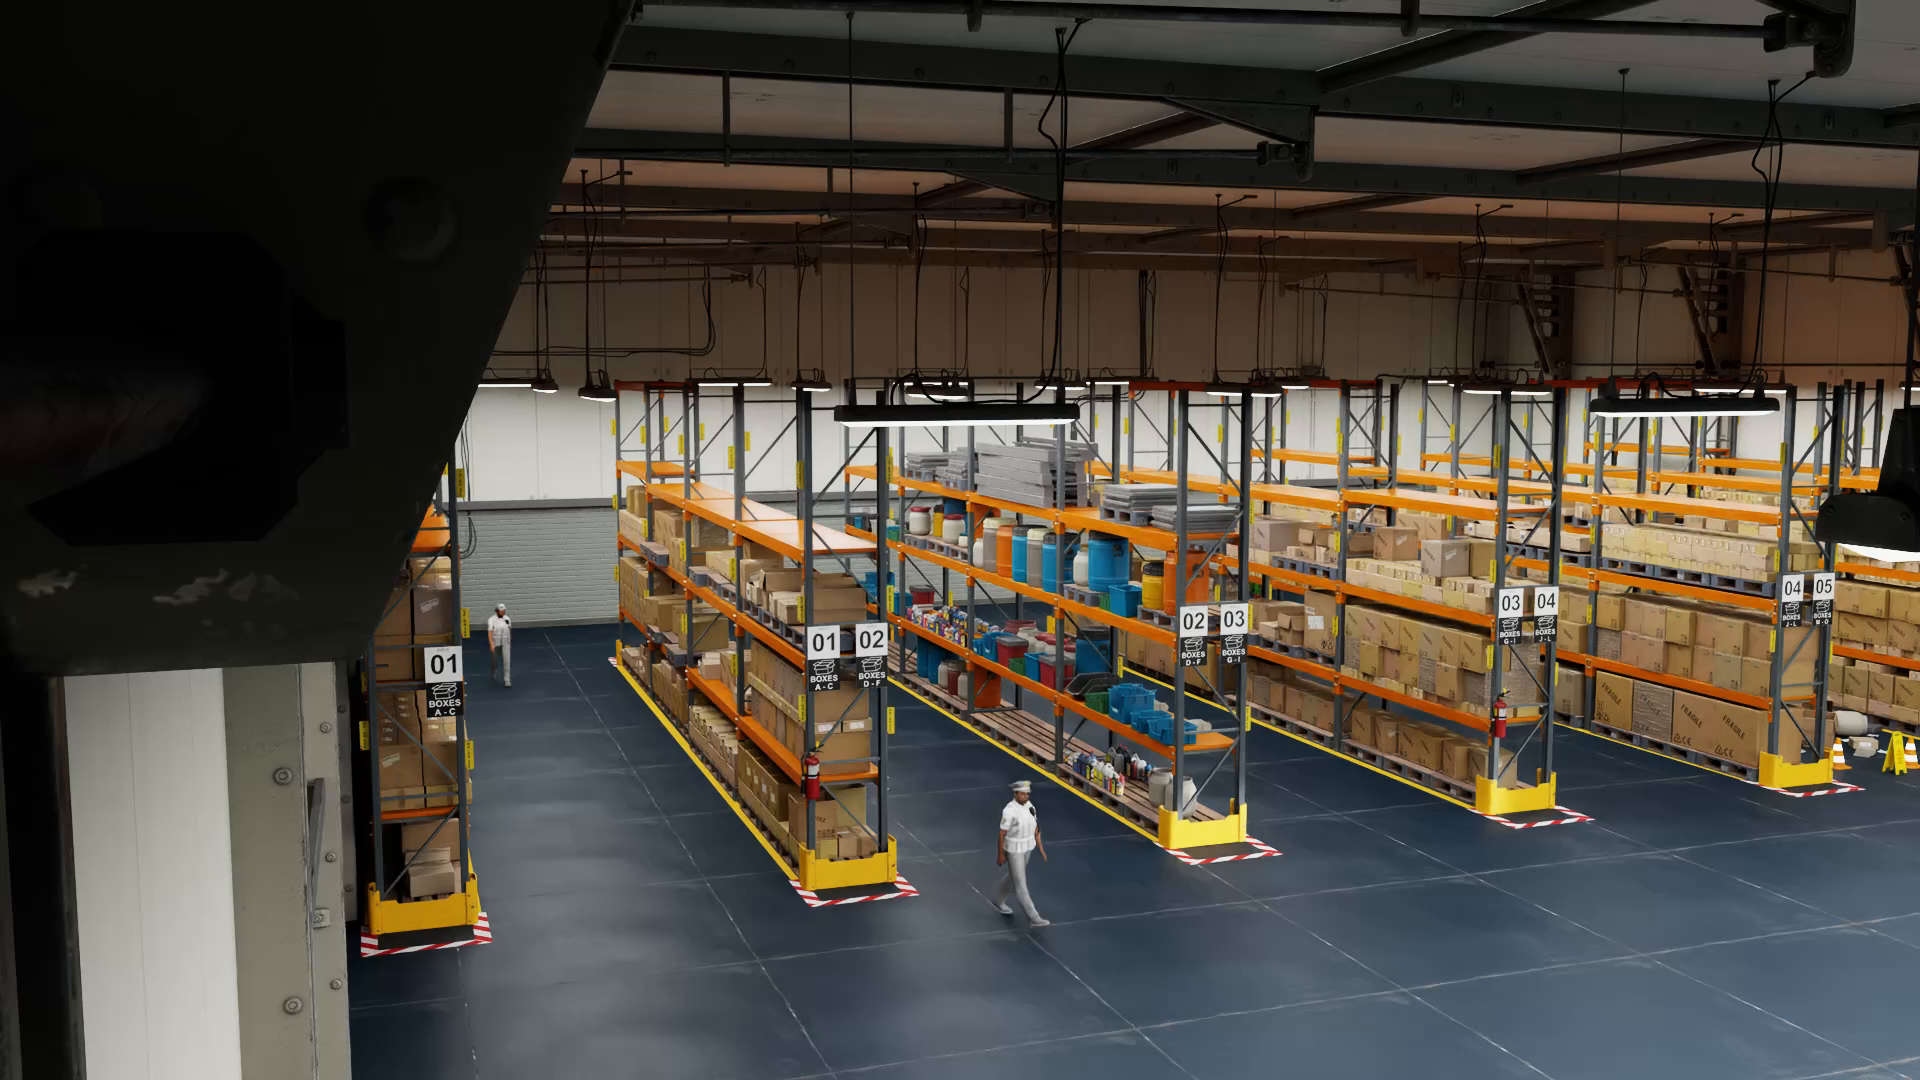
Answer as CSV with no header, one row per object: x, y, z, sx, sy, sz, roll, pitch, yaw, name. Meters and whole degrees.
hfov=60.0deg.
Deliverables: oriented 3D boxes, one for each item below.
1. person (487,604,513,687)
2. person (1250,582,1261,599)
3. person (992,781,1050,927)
-9.087,2.043,32.848,0.480,1.603,1.043,-2,6,-20,person
7.731,0.860,43.340,0.557,1.771,0.826,4,7,31,person
0.720,3.513,18.801,1.028,1.624,0.499,5,8,40,person
